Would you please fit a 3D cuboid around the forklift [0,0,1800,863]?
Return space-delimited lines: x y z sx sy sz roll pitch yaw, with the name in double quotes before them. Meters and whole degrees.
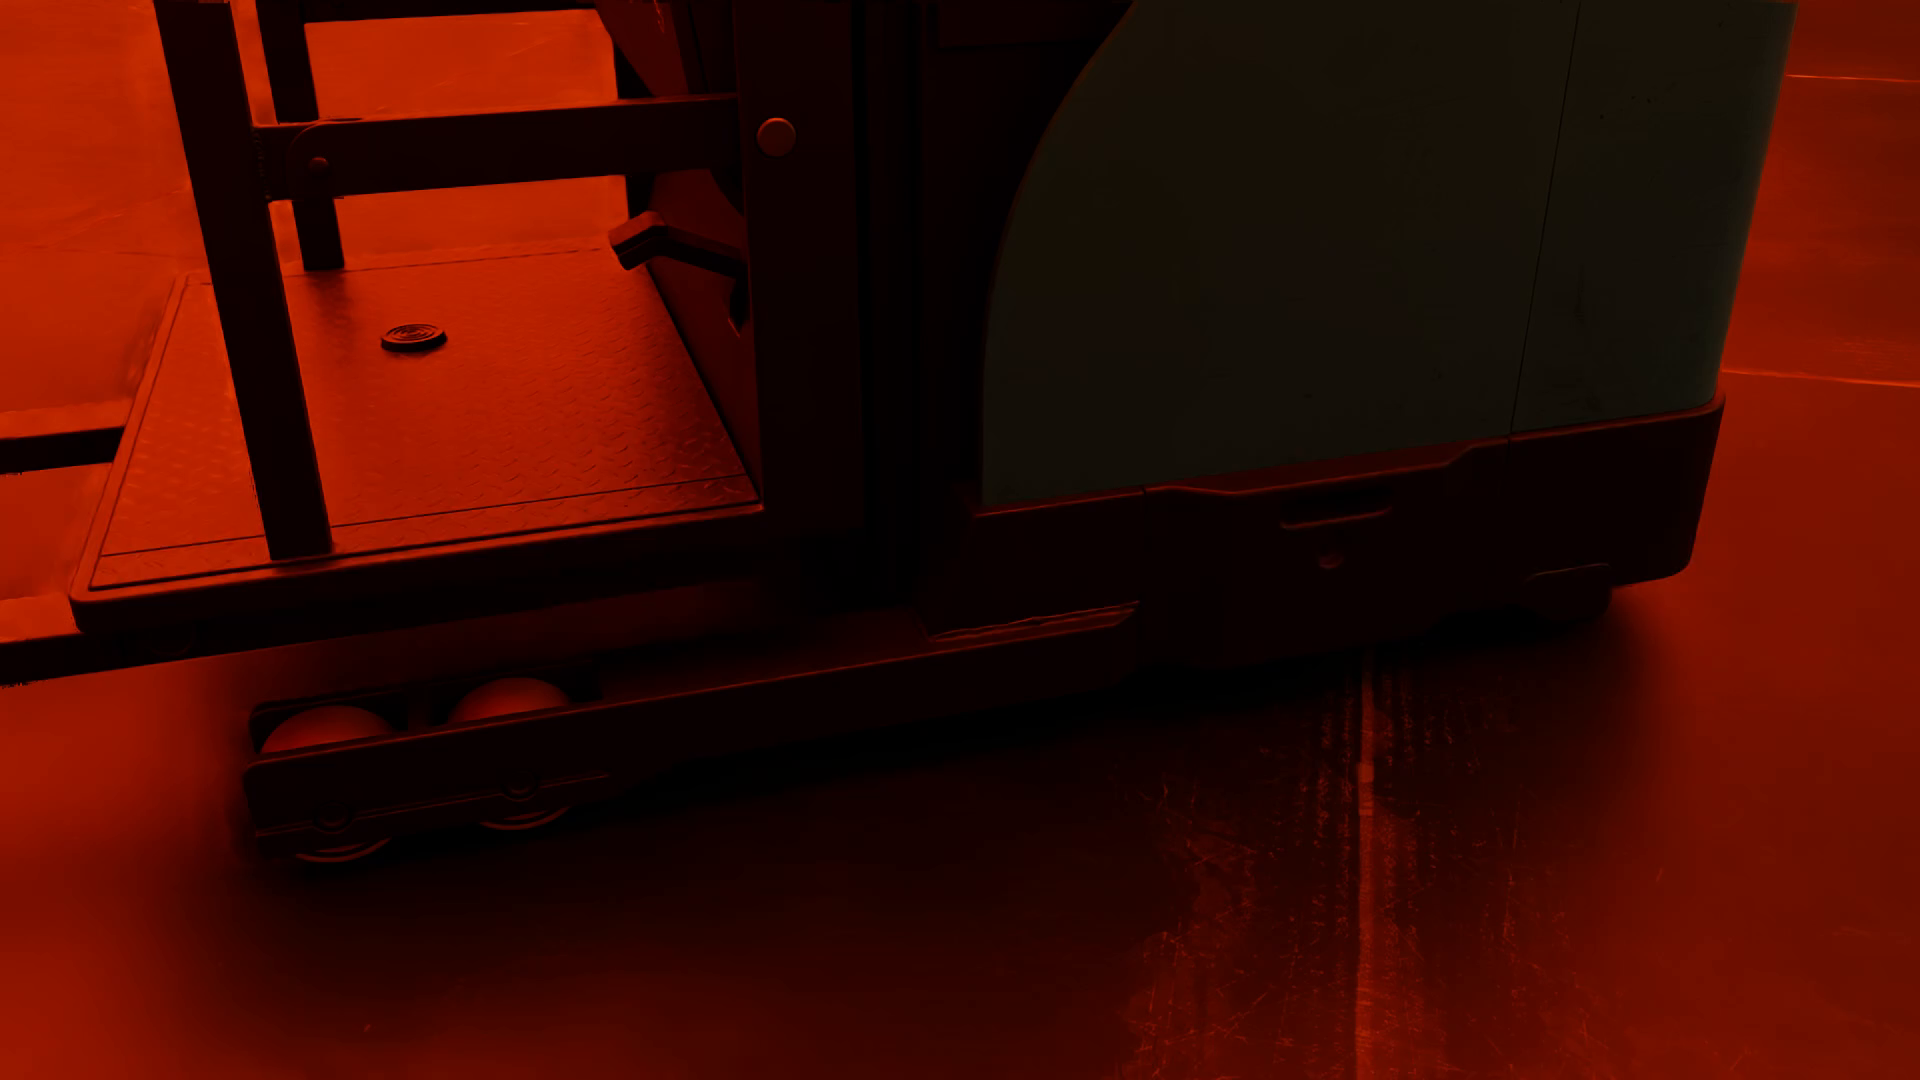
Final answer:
"forklift" -0.562 -1.225 1.674 3.031 2.935 1.130 -8 28 -16
